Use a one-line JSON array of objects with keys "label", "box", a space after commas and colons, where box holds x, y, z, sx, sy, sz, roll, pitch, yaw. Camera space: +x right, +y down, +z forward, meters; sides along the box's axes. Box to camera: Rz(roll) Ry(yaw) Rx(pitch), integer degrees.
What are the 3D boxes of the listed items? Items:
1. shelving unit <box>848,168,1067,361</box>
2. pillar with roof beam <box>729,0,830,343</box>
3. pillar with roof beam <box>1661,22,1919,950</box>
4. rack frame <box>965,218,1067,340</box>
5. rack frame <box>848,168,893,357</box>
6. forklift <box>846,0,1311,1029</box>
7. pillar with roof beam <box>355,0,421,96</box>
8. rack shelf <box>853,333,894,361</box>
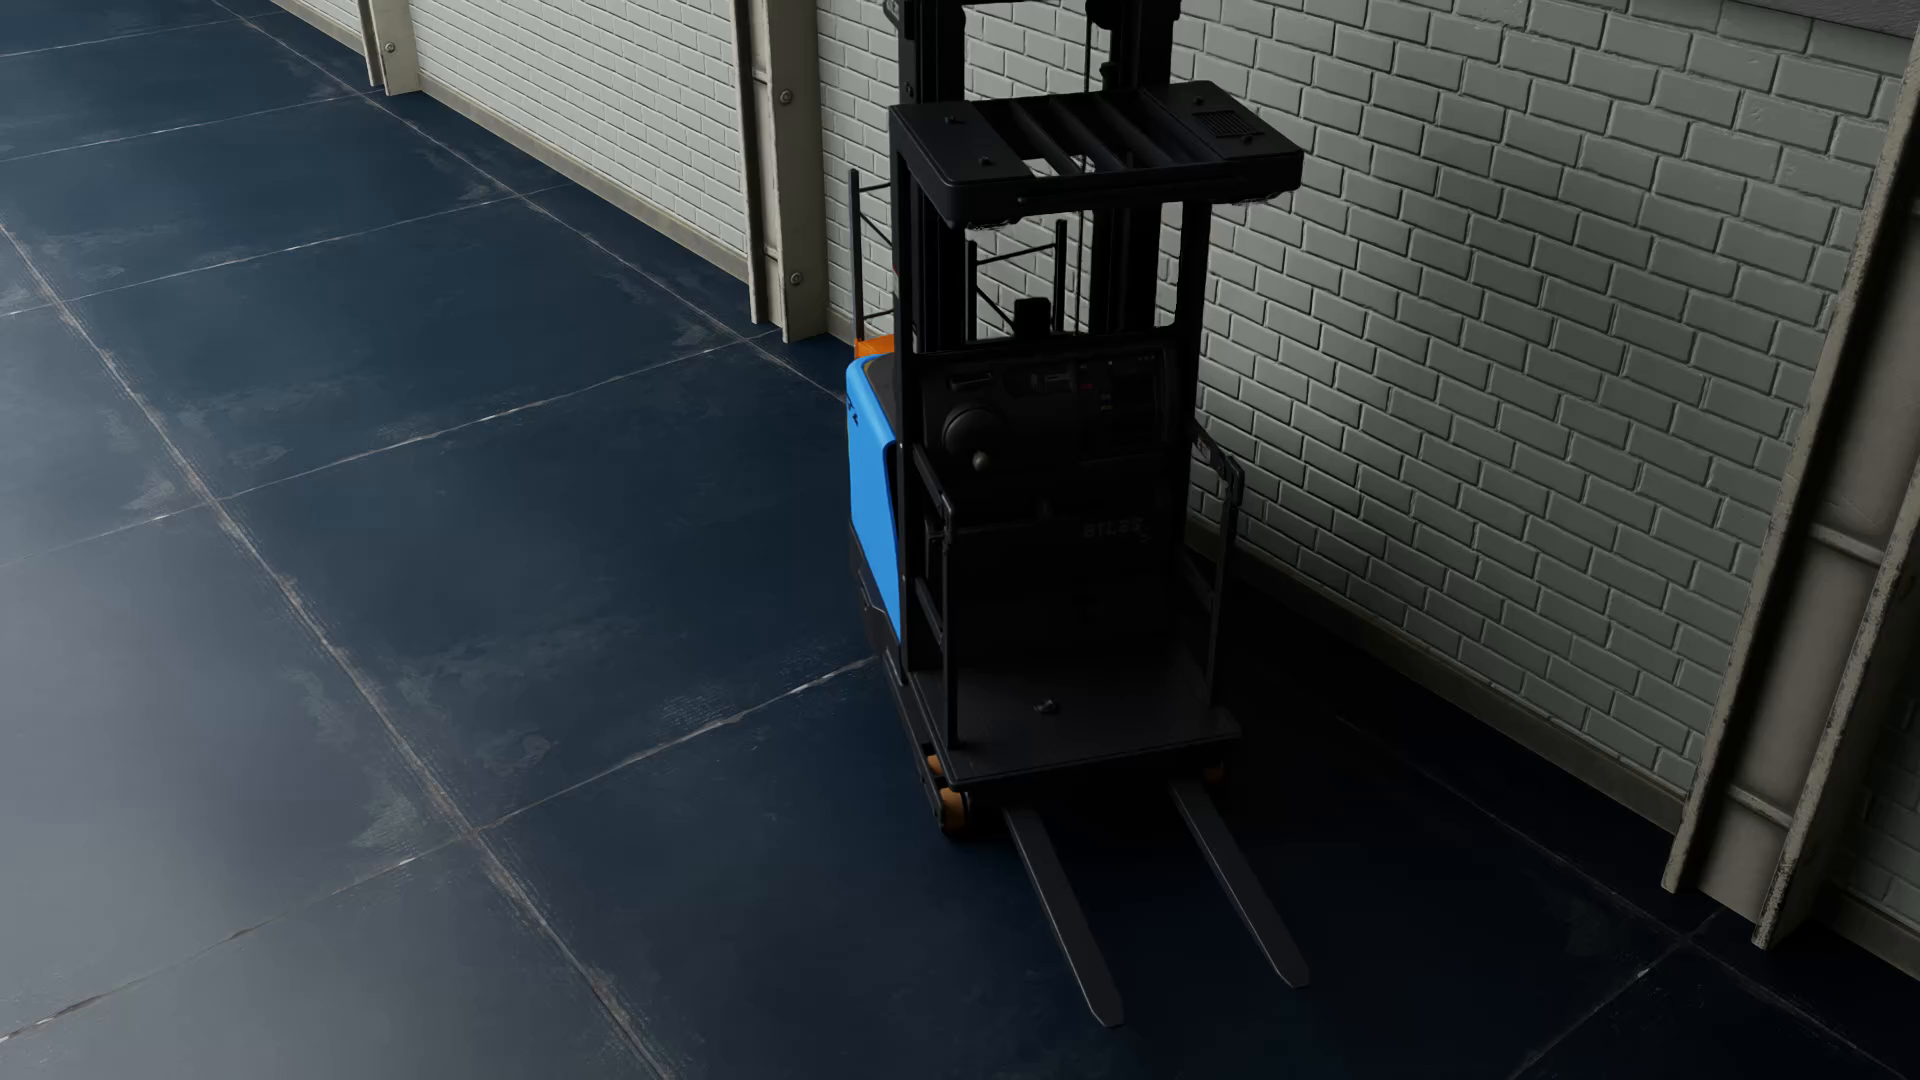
[{"label": "shelving unit", "box": [-0.034, -0.902, 7.782, 0.587, 1.500, 1.083, -18, 36, -27]}, {"label": "pillar with roof beam", "box": [-4.393, -3.692, 5.165, 9.100, 9.000, 0.400, -22, 38, -31]}, {"label": "pillar with roof beam", "box": [-0.713, -1.191, 1.139, 9.100, 9.000, 0.400, -22, 38, -31]}, {"label": "rack frame", "box": [0.238, -0.670, 7.408, 0.500, 1.500, 0.032, -18, 36, -27]}, {"label": "rack frame", "box": [-0.297, -1.127, 8.142, 0.500, 1.500, 0.032, -18, 36, -27]}, {"label": "forklift", "box": [0.376, -0.413, 5.636, 1.130, 2.935, 3.031, -8, 33, -12]}, {"label": "pillar with roof beam", "box": [-8.072, -6.192, 9.191, 9.100, 9.000, 0.400, -22, 38, -31]}, {"label": "rack shelf", "box": [-0.030, -0.746, 7.870, 0.538, 0.185, 1.000, -18, 36, -27]}]
